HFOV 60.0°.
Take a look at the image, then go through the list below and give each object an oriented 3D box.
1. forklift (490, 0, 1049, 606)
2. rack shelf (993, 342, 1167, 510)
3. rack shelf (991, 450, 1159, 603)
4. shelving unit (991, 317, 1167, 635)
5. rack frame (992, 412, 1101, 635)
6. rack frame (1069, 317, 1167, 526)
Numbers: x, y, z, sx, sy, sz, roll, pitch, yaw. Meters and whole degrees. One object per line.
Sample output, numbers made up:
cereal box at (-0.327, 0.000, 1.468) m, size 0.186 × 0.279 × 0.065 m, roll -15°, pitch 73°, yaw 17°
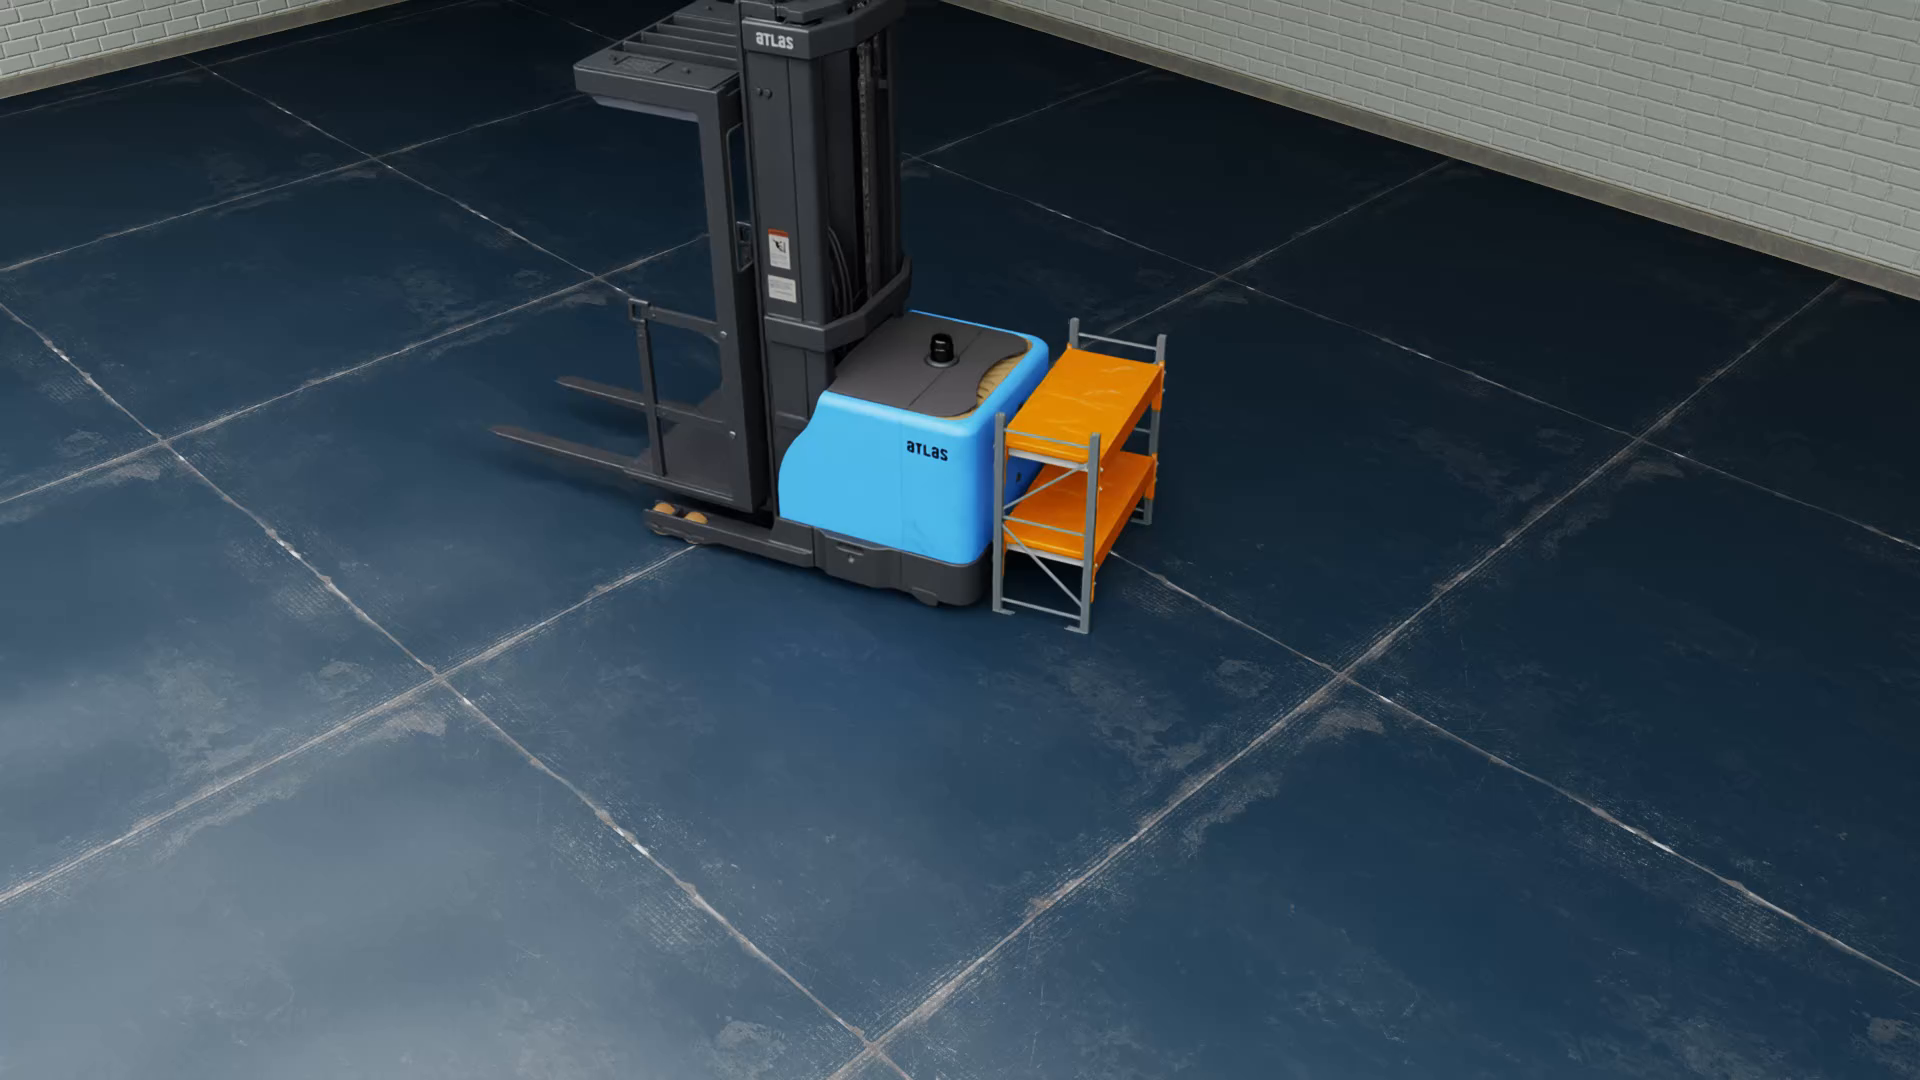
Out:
forklift at (-1.100, -1.438, 8.240) m, size 3.031 × 2.935 × 1.130 m, roll 15°, pitch 38°, yaw 20°
rack shelf at (0.592, -0.571, 8.064) m, size 0.538 × 0.278 × 1.000 m, roll 13°, pitch 37°, yaw 18°
rack shelf at (0.592, -0.130, 8.372) m, size 0.538 × 0.278 × 1.000 m, roll 13°, pitch 37°, yaw 18°
shelving unit at (0.592, -0.331, 8.232) m, size 0.538 × 1.125 × 1.048 m, roll 13°, pitch 37°, yaw 18°
rack frame at (0.396, -0.063, 7.847) m, size 0.500 × 1.125 × 0.032 m, roll 13°, pitch 37°, yaw 18°
rack frame at (0.789, -0.599, 8.616) m, size 0.500 × 1.125 × 0.032 m, roll 13°, pitch 37°, yaw 18°
